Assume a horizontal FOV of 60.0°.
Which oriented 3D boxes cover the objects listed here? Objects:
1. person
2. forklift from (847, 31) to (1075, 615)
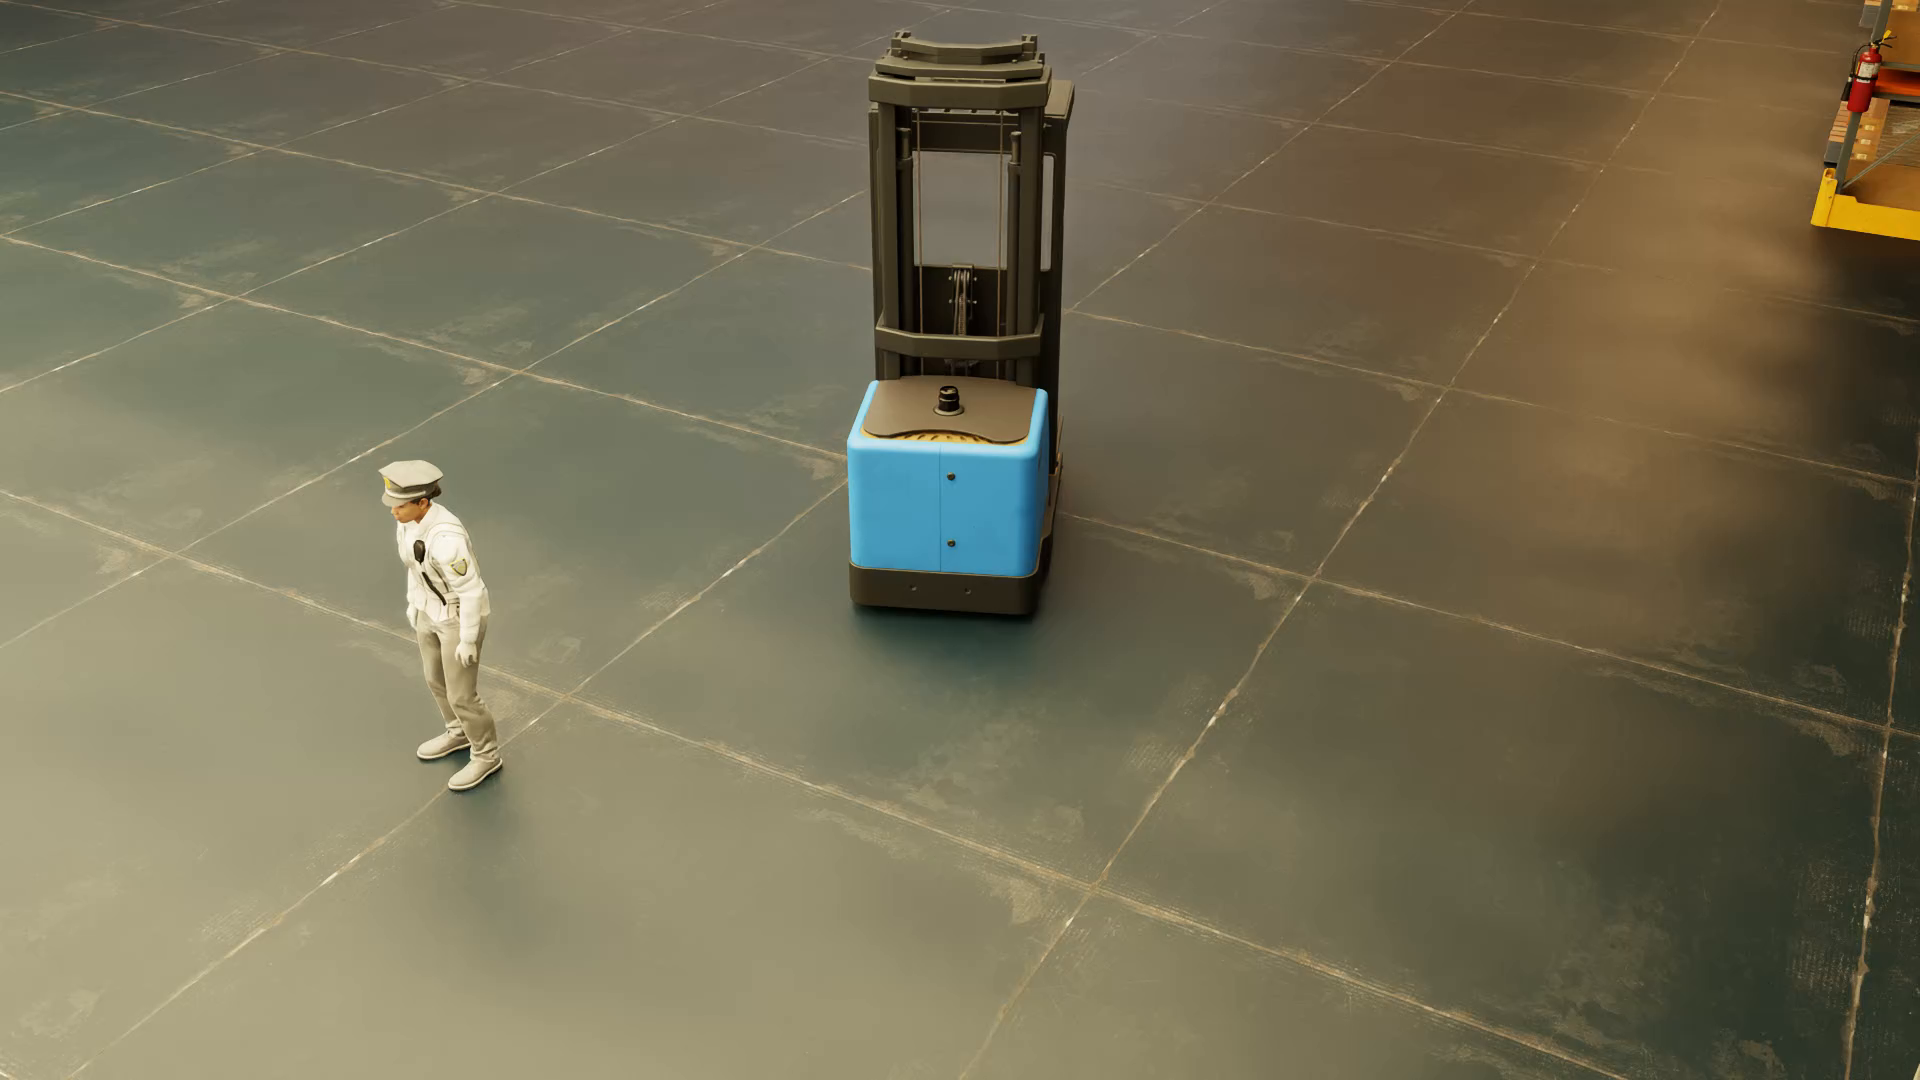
[{"bbox_3d":[-2.379,0.375,7.690,0.374,1.665,0.547,-26,39,-37],"label":"person"},{"bbox_3d":[0.072,-1.572,9.794,1.130,2.935,3.031,3,30,6],"label":"forklift"}]
